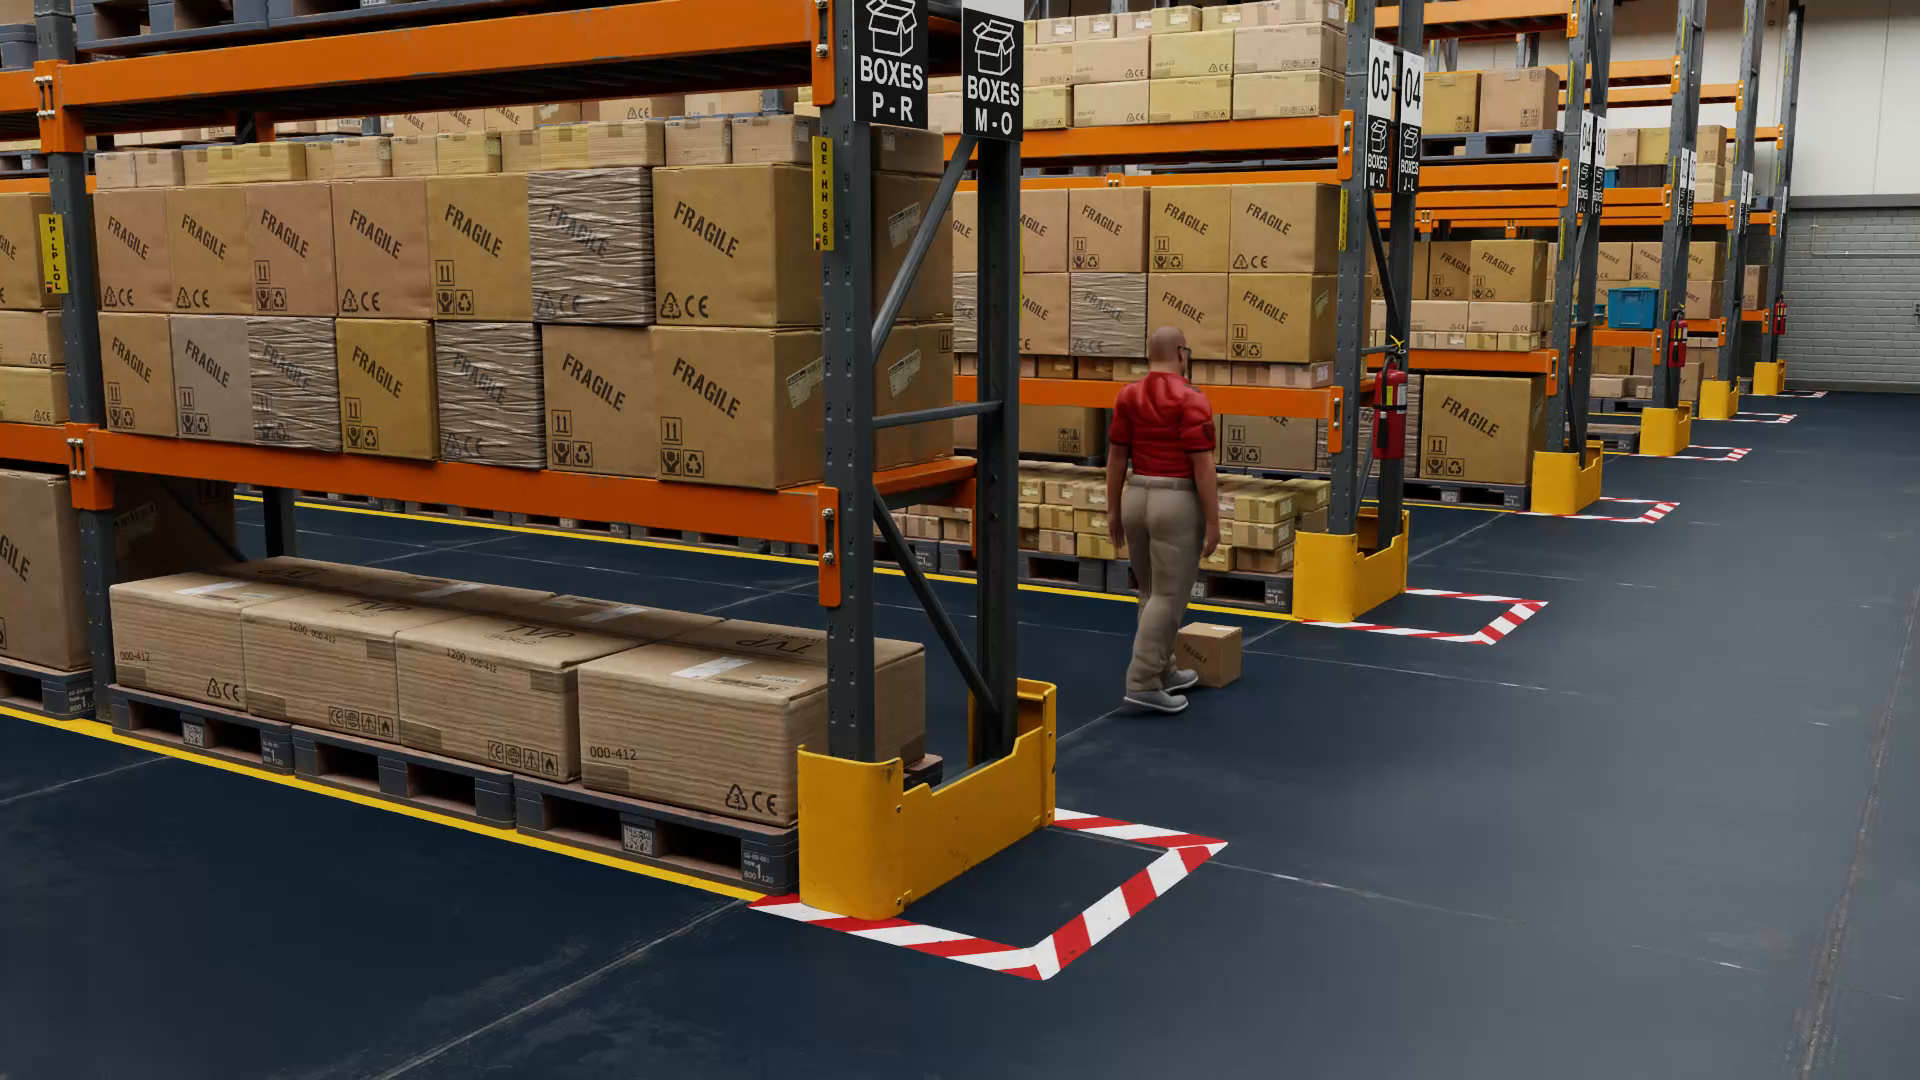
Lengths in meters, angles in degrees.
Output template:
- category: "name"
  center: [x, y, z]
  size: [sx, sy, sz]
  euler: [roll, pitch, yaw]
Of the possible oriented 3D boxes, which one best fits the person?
- category: "person"
  center: [0.953, -0.108, 7.545]
  size: [0.677, 1.724, 0.557]
  euler: [-8, 13, -42]
